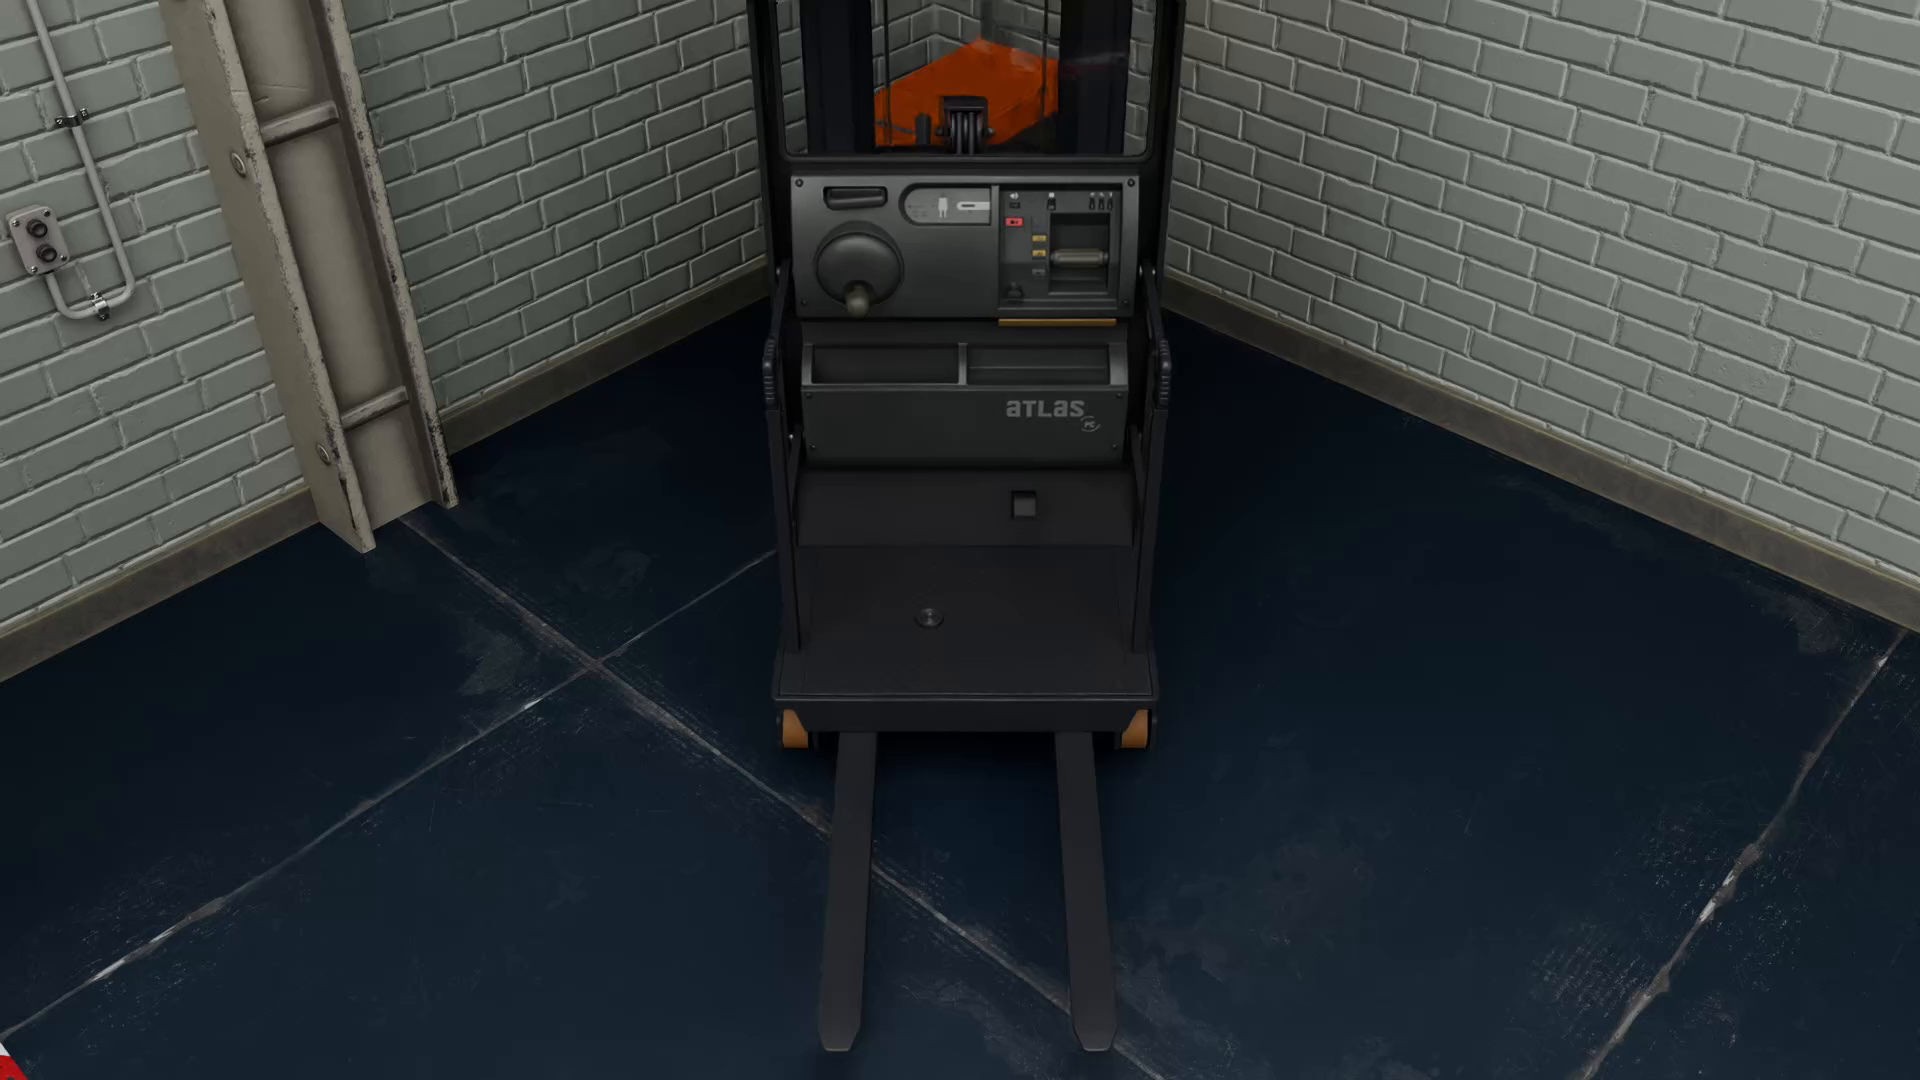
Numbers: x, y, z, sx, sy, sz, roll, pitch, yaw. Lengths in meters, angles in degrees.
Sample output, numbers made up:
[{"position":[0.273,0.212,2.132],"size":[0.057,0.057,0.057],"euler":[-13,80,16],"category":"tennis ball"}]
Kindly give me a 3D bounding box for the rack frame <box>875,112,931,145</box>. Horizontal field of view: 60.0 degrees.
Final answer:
[{"position":[-0.313,-1.131,6.268],"size":[0.500,1.125,0.032],"euler":[25,45,28],"category":"rack frame"}]

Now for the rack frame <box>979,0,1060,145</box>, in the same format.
[{"position":[0.288,-1.641,6.910],"size":[0.500,1.125,0.032],"euler":[25,45,28],"category":"rack frame"}]

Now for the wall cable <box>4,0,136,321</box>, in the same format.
[{"position":[-3.042,-1.061,3.858],"size":[0.084,1.984,1.851],"euler":[30,47,32],"category":"wall cable"}]

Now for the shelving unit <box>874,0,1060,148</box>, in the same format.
[{"position":[-0.013,-1.386,6.589],"size":[0.538,1.125,1.048],"euler":[25,45,28],"category":"shelving unit"}]

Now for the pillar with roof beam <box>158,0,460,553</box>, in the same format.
[{"position":[1.154,-1.822,0.812],"size":[9.100,9.000,0.400],"euler":[30,47,32],"category":"pillar with roof beam"}]

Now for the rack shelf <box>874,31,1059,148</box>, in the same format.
[{"position":[-0.013,-1.615,6.407],"size":[0.538,0.278,1.000],"euler":[25,45,28],"category":"rack shelf"}]

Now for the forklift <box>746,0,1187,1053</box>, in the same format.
[{"position":[0.016,-0.720,4.300],"size":[1.130,2.935,3.031],"euler":[0,38,0],"category":"forklift"}]
